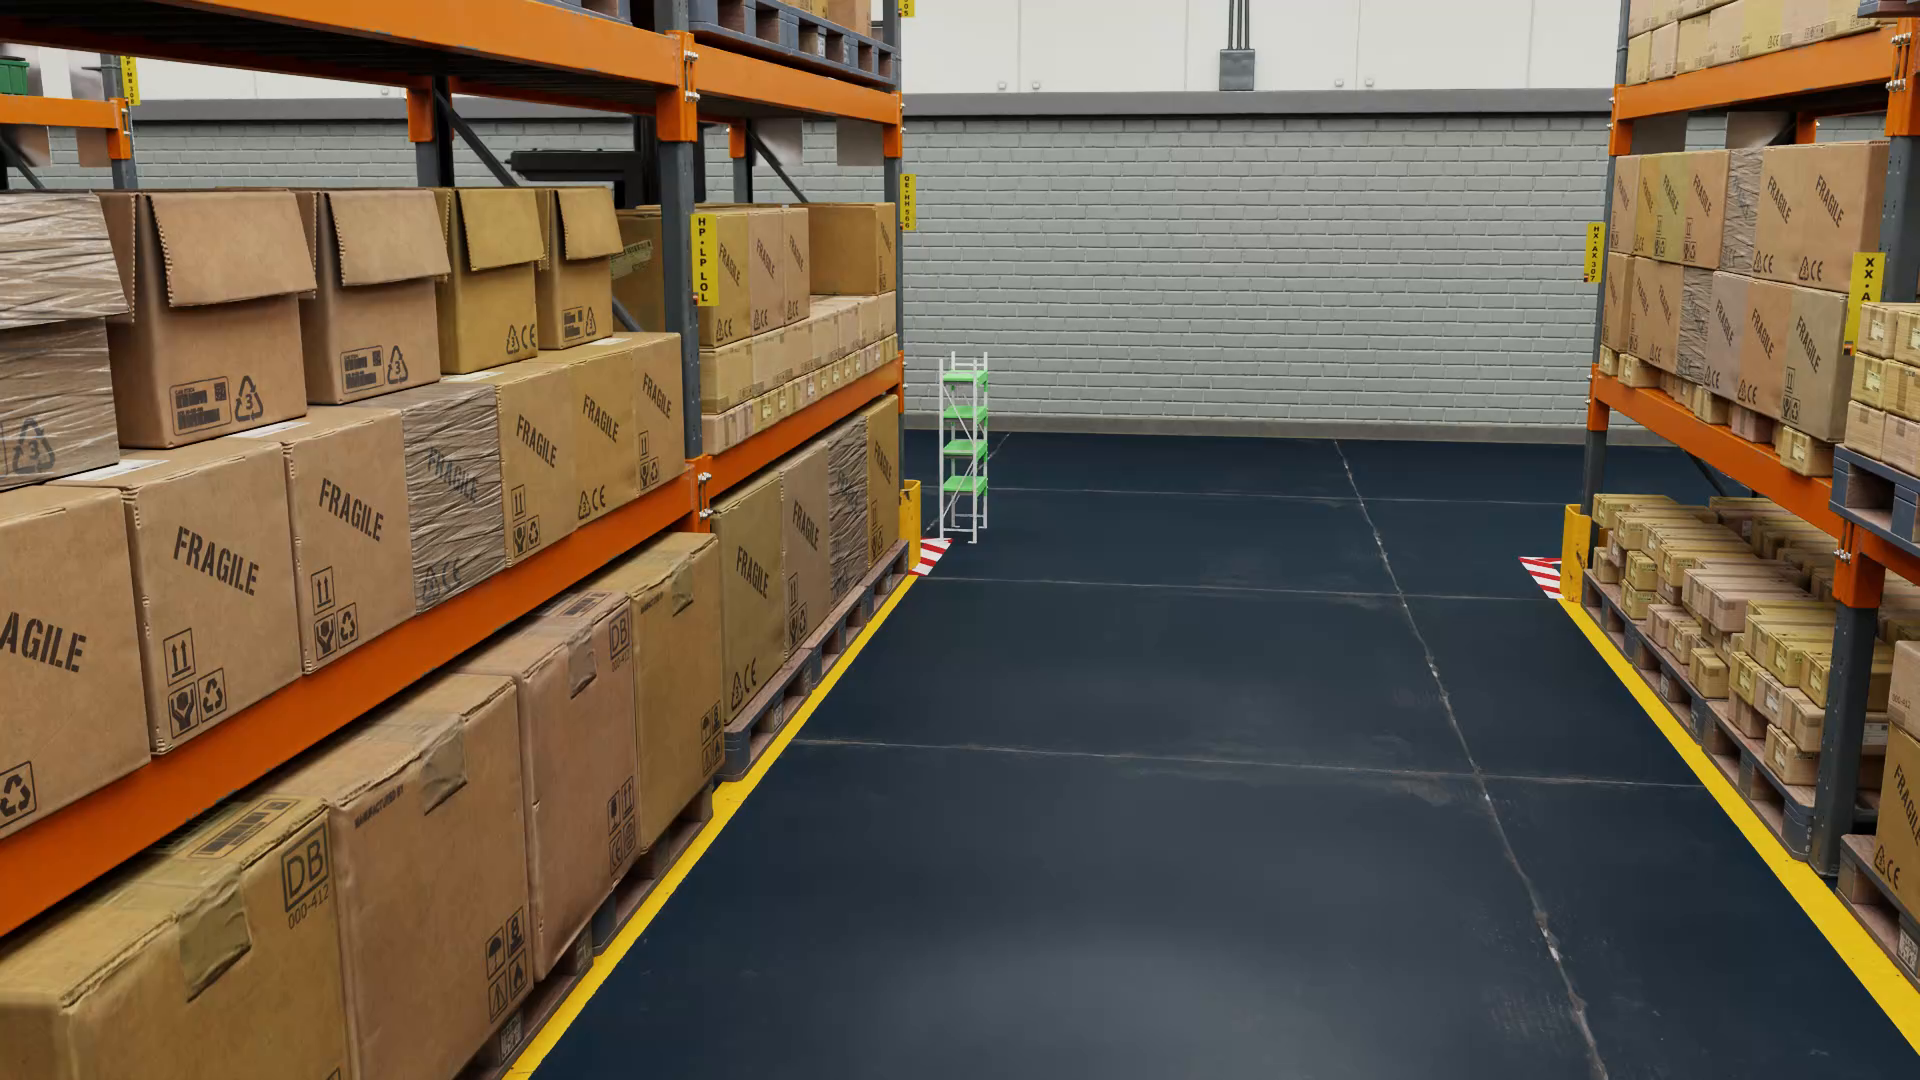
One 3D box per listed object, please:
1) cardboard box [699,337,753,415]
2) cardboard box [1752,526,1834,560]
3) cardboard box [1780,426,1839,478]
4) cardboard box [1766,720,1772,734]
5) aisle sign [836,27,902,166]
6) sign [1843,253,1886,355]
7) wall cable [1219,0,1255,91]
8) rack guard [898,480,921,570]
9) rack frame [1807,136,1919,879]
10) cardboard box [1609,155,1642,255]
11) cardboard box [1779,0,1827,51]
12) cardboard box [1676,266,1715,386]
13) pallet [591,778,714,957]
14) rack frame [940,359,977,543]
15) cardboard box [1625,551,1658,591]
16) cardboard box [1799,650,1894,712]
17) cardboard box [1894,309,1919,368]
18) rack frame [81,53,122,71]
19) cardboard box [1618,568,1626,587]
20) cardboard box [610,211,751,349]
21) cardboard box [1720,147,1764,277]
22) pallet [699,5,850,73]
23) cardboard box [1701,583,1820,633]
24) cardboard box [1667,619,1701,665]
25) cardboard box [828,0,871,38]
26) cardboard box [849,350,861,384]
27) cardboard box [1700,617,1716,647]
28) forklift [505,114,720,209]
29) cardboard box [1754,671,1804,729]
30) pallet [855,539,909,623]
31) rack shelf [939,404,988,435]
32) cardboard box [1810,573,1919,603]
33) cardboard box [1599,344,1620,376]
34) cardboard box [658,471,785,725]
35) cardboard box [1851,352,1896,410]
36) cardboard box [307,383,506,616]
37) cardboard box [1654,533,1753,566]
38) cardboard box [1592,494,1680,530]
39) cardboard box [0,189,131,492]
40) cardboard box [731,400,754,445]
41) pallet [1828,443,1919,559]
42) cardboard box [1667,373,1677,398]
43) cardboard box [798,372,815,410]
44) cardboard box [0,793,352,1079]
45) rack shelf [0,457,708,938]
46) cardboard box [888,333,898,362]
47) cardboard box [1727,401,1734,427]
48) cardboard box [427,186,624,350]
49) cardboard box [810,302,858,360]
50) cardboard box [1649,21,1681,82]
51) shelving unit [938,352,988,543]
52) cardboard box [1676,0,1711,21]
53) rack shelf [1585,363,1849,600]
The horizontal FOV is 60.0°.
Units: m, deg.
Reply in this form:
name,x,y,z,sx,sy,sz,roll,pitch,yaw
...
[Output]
name,x,y,z,sx,sy,sz,roll,pitch,yaw
cardboard box,-1.128,-0.656,6.567,0.500,0.250,0.500,2,12,8
cardboard box,4.098,0.031,8.088,0.380,0.149,0.250,1,12,6
cardboard box,3.171,-0.314,5.927,0.380,0.149,0.250,2,12,7
cardboard box,3.272,0.732,6.249,0.380,0.149,0.250,2,12,10
aisle sign,-0.537,-2.603,9.782,0.394,0.787,0.004,2,12,9
sign,2.889,-0.752,5.307,0.100,0.325,0.005,2,12,9
wall cable,3.431,-6.898,14.004,2.277,5.999,0.120,2,12,9
rack guard,-0.840,-0.110,10.318,1.175,0.500,0.348,2,12,9
rack frame,3.426,-0.313,5.324,1.000,3.000,0.127,2,12,9
cardboard box,3.710,-1.744,8.647,0.500,0.500,0.500,2,12,8
cardboard box,3.323,-1.920,6.019,0.500,0.250,0.500,2,12,8
cardboard box,3.482,-0.935,7.269,0.500,0.500,0.500,2,12,7
pallet,-1.504,1.032,5.705,1.003,0.211,1.213,2,12,9
rack frame,-0.012,-0.570,10.791,0.240,1.200,0.015,2,12,9
cardboard box,3.512,0.157,8.208,0.380,0.149,0.250,2,12,10
cardboard box,3.224,0.502,5.901,0.380,0.149,0.250,2,12,10
cardboard box,2.874,-0.561,4.662,0.380,0.149,0.250,2,12,10
rack frame,-5.738,-4.420,10.144,1.000,3.000,0.127,2,12,9
cardboard box,3.685,0.199,8.721,0.380,0.149,0.250,2,12,8
cardboard box,-1.133,-1.025,6.497,0.500,0.500,0.500,2,12,9
cardboard box,3.398,-1.316,6.664,0.500,0.500,0.500,2,12,10
pallet,-1.133,-2.341,7.825,1.003,0.211,1.213,2,12,9
cardboard box,3.322,0.285,6.909,0.380,0.149,0.250,1,12,6
cardboard box,3.420,0.464,7.490,0.380,0.149,0.250,2,12,9
cardboard box,-0.871,-2.987,9.140,0.700,0.500,0.500,1,12,5
cardboard box,-0.729,-0.907,8.678,0.380,0.149,0.250,2,12,7
cardboard box,3.430,0.383,7.158,0.380,0.149,0.250,1,12,6
forklift,-2.376,-1.451,10.768,3.031,2.935,1.130,-3,13,-15
cardboard box,3.190,0.598,6.164,0.380,0.149,0.250,1,12,6
pallet,-0.890,0.205,9.541,1.003,0.211,1.213,2,12,9
rack shelf,0.025,-0.793,10.990,0.258,0.148,0.480,2,12,9
cardboard box,3.873,0.245,7.093,0.380,0.149,0.250,1,12,6
cardboard box,3.668,-0.966,8.951,0.380,0.149,0.250,2,12,8
cardboard box,-1.279,0.204,6.973,0.875,0.875,0.875,2,12,9
cardboard box,2.911,-0.473,4.964,0.380,0.149,0.250,2,12,10
cardboard box,-1.500,-0.121,4.198,0.500,0.500,0.500,2,12,9
cardboard box,3.528,0.072,7.900,0.380,0.149,0.250,2,12,11
cardboard box,3.625,-0.150,8.926,0.380,0.149,0.250,1,12,6
cardboard box,-1.946,-0.353,2.892,0.797,0.503,0.637,2,12,11
cardboard box,-1.045,-0.477,6.684,0.380,0.149,0.250,1,12,7
pallet,3.165,-0.065,4.628,1.003,0.211,1.213,2,12,9
cardboard box,3.605,-0.743,7.918,0.380,0.149,0.250,2,12,8
cardboard box,-0.886,-0.692,7.682,0.380,0.149,0.250,2,12,9
cardboard box,-1.948,1.029,3.147,1.225,0.875,0.875,1,12,6
rack shelf,-1.767,0.274,4.312,1.077,0.370,4.000,2,12,9
cardboard box,-0.574,-1.120,9.664,0.380,0.149,0.250,2,12,10
cardboard box,3.439,-0.529,6.926,0.380,0.149,0.250,2,12,8
cardboard box,-1.549,-0.900,5.433,0.797,0.503,0.637,2,12,7
cardboard box,-0.813,-1.078,8.526,0.500,0.250,0.500,1,12,7
cardboard box,3.634,-2.344,7.985,0.500,0.250,0.500,2,12,10
shelving unit,0.025,-0.621,11.027,0.258,1.200,0.503,2,12,9
cardboard box,3.548,-2.486,7.460,0.500,0.250,0.500,2,12,9
rack shelf,3.734,-0.377,7.332,1.077,0.370,4.000,2,12,9
